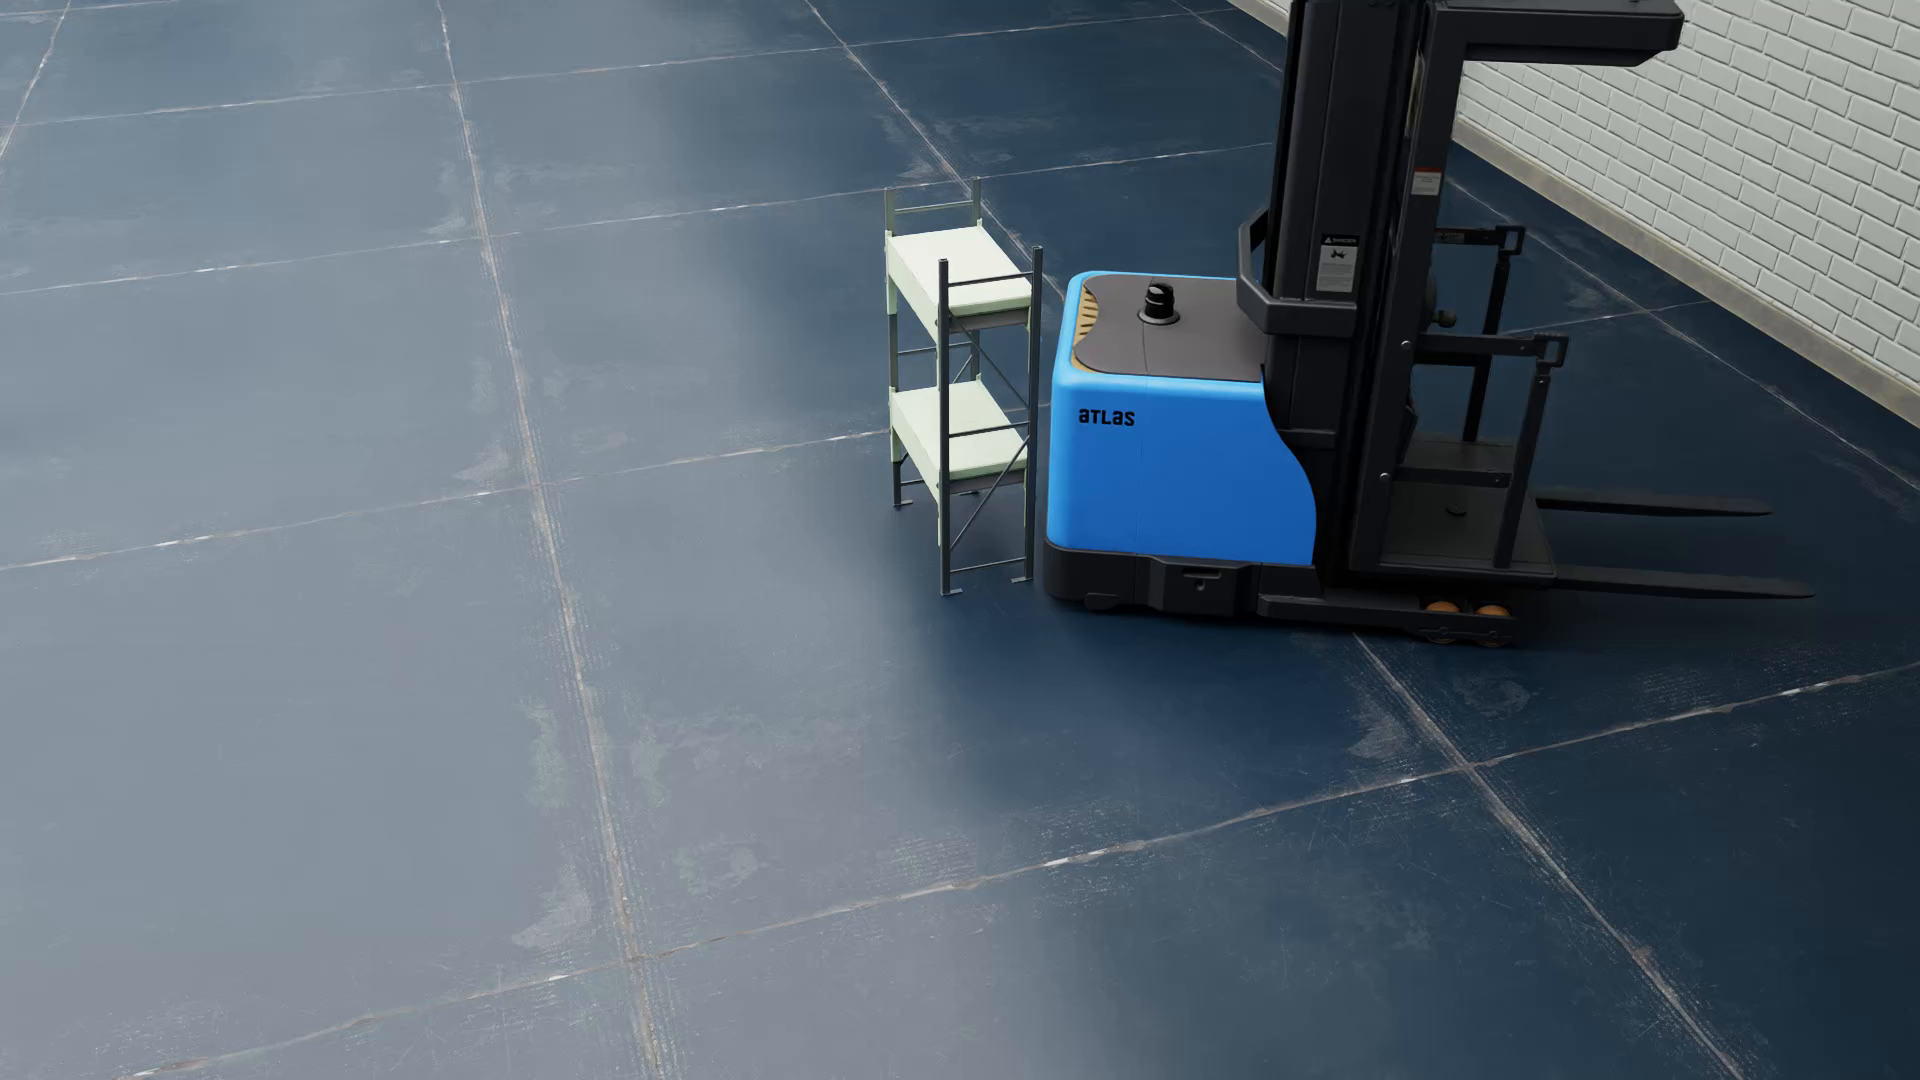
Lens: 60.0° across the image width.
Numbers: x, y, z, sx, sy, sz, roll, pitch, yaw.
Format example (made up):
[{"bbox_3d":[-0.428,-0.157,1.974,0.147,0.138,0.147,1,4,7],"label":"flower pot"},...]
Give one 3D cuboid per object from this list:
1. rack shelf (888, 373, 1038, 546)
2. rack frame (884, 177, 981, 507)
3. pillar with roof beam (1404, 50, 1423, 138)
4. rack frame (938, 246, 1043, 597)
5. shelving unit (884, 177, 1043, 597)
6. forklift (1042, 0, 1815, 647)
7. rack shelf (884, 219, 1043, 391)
[{"bbox_3d":[0.002,-0.350,7.011,0.431,0.370,0.720,-10,35,-15],"label":"rack shelf"},{"bbox_3d":[-0.110,-0.814,7.122,0.400,1.500,0.023,-10,35,-15],"label":"rack frame"},{"bbox_3d":[-0.934,-5.921,8.047,9.100,9.000,0.400,-10,35,-15],"label":"pillar with roof beam"},{"bbox_3d":[0.114,-0.430,6.540,0.400,1.500,0.023,-10,35,-15],"label":"rack frame"},{"bbox_3d":[0.002,-0.622,6.831,0.431,1.500,0.755,-10,35,-15],"label":"shelving unit"},{"bbox_3d":[1.894,-1.109,6.270,3.031,2.935,1.130,4,34,6],"label":"forklift"},{"bbox_3d":[0.002,-0.948,6.616,0.431,0.370,0.720,-10,35,-15],"label":"rack shelf"}]
